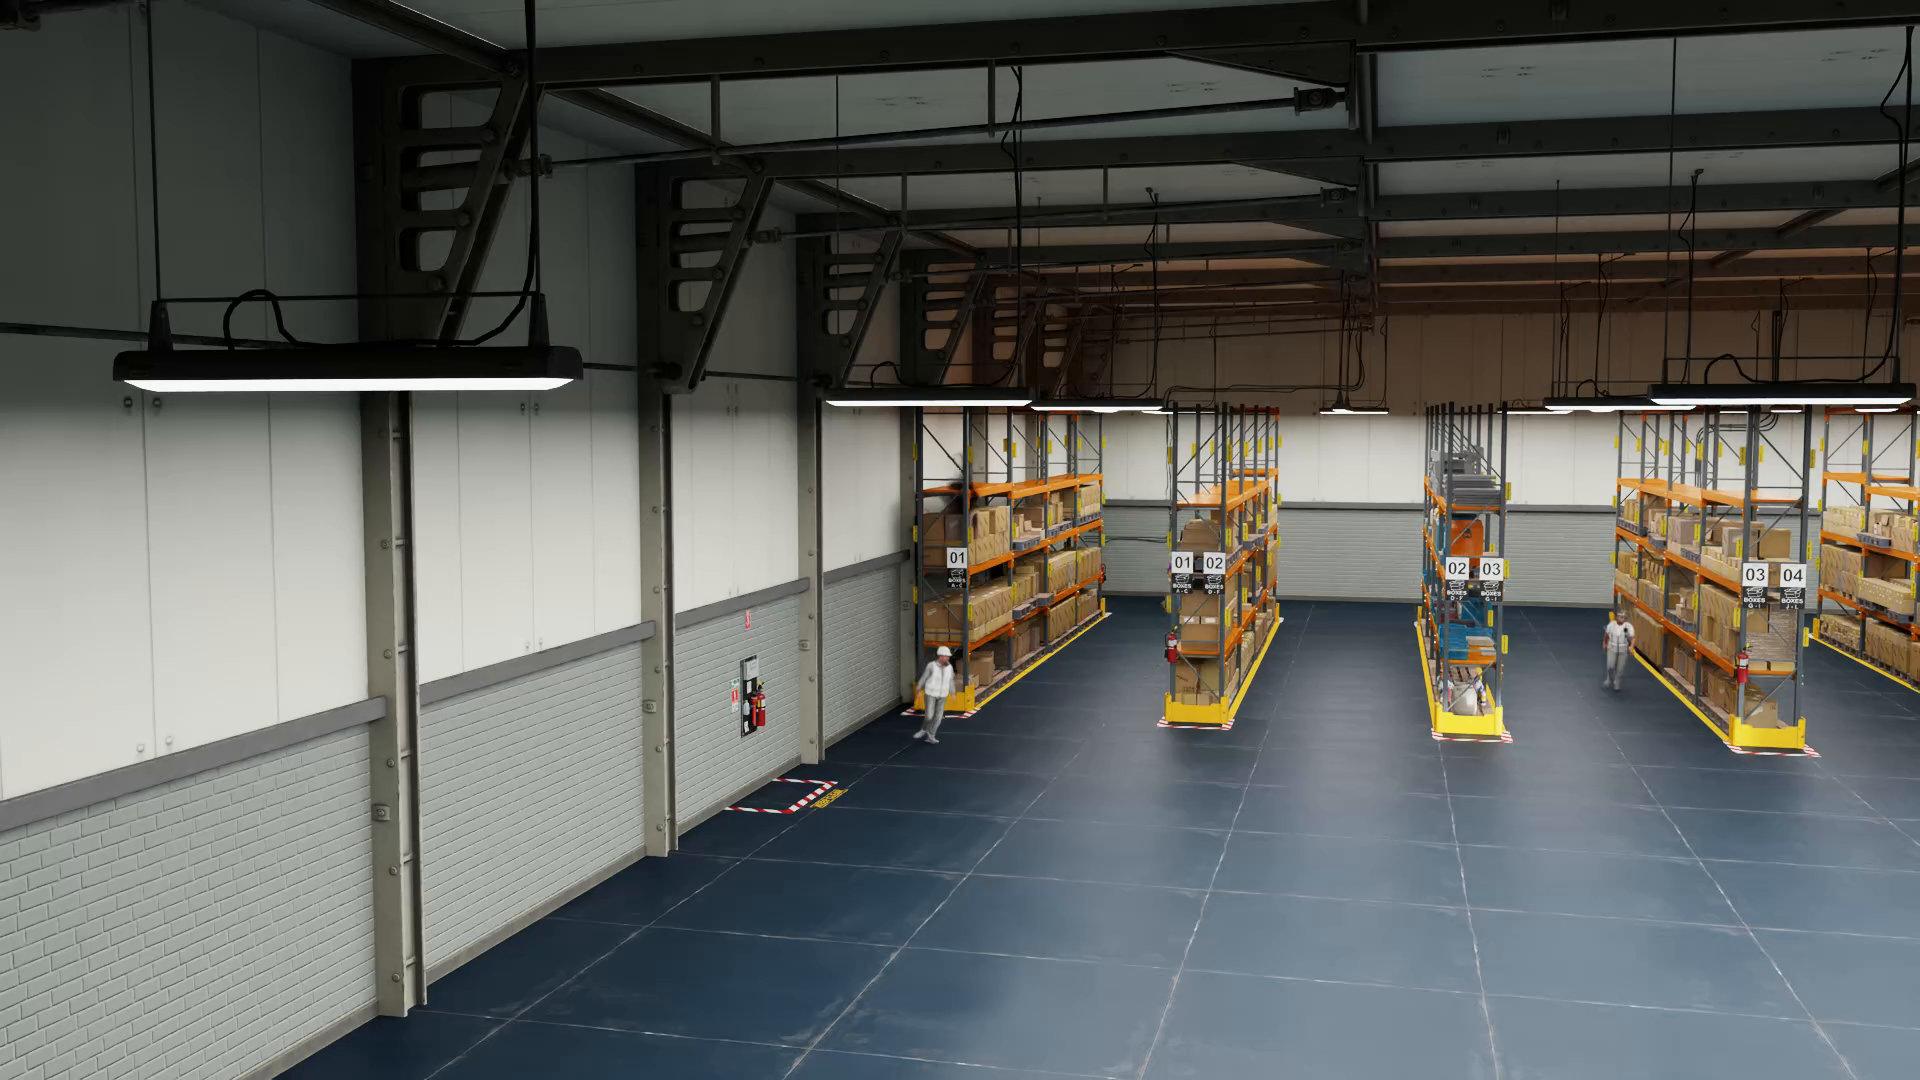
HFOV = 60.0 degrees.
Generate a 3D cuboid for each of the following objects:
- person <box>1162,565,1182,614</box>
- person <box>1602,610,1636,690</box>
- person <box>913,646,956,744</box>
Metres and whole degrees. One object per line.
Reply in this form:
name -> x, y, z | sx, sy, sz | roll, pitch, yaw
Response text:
person -> 6.351, 1.274, 48.762 | 0.851, 1.747, 0.739 | 3, 5, 35
person -> 13.758, 2.301, 34.729 | 0.678, 1.702, 0.791 | 2, 5, 23
person -> -0.428, 2.711, 29.141 | 0.691, 1.735, 0.600 | -2, 5, -28
